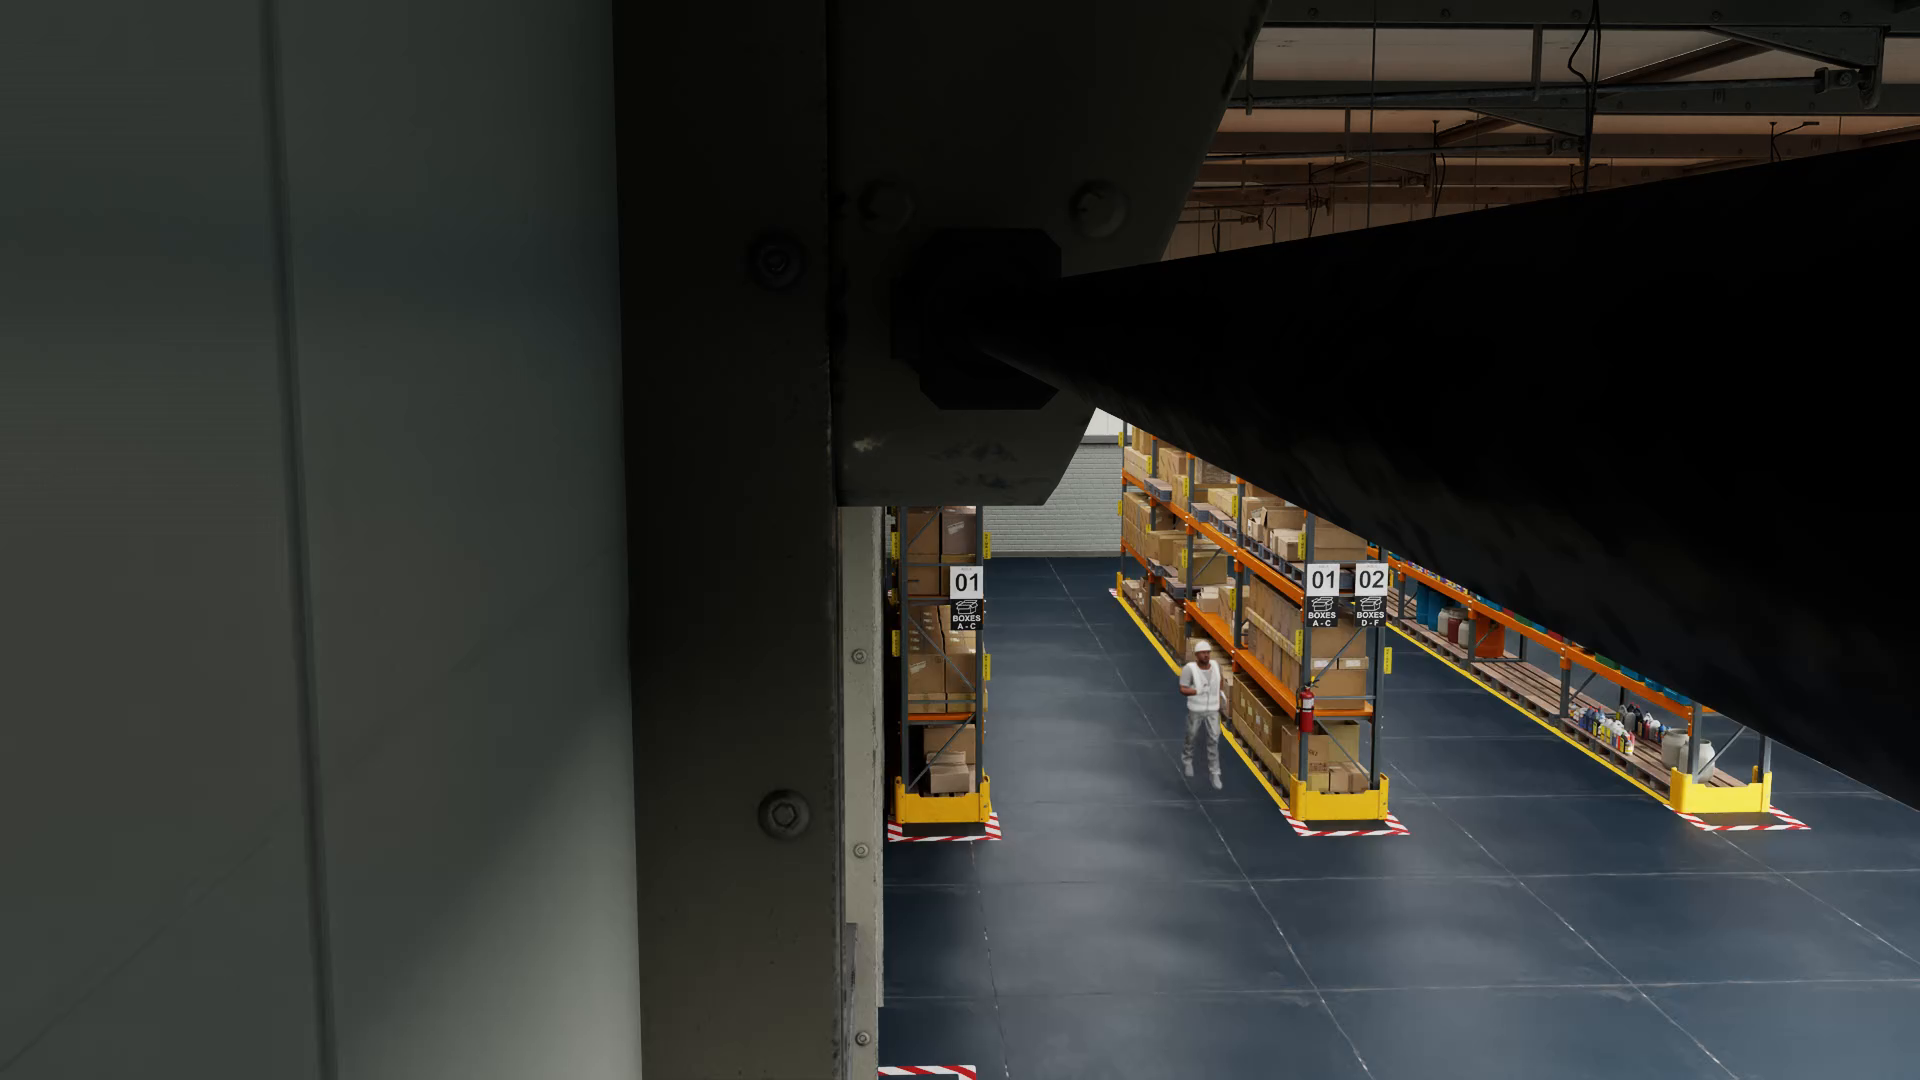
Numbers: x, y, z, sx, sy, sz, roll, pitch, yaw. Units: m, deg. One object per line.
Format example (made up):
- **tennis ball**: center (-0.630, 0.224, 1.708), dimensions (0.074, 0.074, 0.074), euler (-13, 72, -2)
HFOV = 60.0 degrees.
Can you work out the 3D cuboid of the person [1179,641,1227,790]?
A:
- **person**: center (3.100, 2.189, 21.192), dimensions (0.679, 1.834, 0.844), euler (-2, 8, -11)
